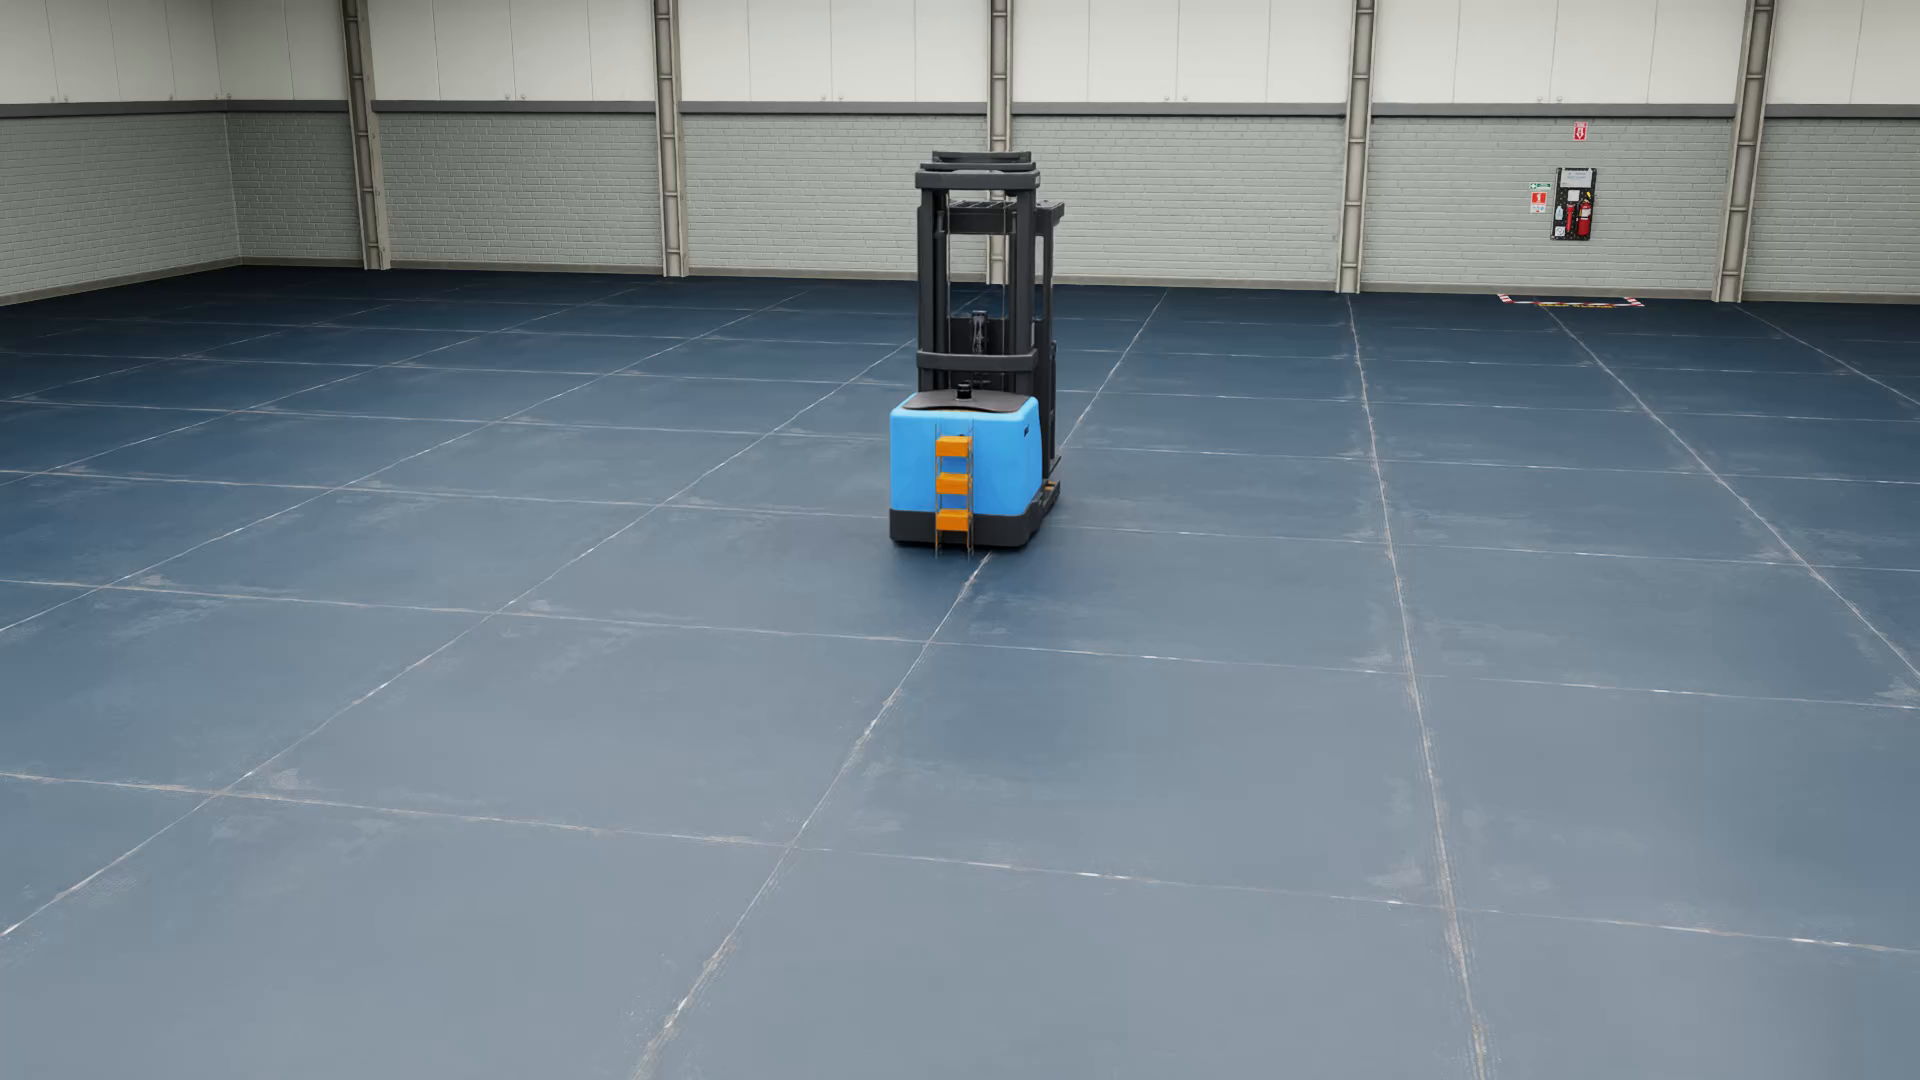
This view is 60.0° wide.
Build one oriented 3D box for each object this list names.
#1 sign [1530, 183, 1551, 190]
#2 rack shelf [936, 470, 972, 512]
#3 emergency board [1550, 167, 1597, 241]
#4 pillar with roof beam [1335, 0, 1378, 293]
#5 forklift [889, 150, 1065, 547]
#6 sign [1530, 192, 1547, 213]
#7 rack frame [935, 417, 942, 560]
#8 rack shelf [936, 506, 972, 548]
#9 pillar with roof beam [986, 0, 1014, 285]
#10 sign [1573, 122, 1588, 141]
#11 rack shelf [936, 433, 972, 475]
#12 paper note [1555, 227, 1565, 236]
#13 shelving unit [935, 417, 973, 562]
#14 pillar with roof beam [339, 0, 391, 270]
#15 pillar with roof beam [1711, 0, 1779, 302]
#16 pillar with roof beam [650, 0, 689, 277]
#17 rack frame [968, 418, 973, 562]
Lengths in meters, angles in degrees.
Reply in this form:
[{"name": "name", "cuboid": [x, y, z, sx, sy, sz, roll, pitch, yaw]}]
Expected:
[{"name": "sign", "cuboid": [9.512, -5.800, 27.252, 0.331, 0.109, 0.001, 3, 16, 11]}, {"name": "rack shelf", "cuboid": [-0.042, -0.365, 12.383, 0.240, 0.259, 0.215, 3, 16, 10]}, {"name": "emergency board", "cuboid": [10.030, -5.474, 27.133, 0.643, 1.169, 0.194, 3, 16, 11]}, {"name": "pillar with roof beam", "cuboid": [5.707, -7.416, 22.908, 0.400, 9.000, 9.100, 3, 16, 11]}, {"name": "forklift", "cuboid": [0.247, -1.712, 13.680, 1.130, 2.935, 3.031, 3, 16, 11]}, {"name": "sign", "cuboid": [9.509, -5.547, 27.332, 0.234, 0.329, 0.001, 3, 16, 11]}, {"name": "rack frame", "cuboid": [-0.162, -0.381, 12.402, 0.008, 1.050, 0.200, 3, 16, 10]}, {"name": "rack shelf", "cuboid": [-0.042, -0.097, 12.458, 0.240, 0.259, 0.215, 3, 16, 10]}, {"name": "pillar with roof beam", "cuboid": [-0.173, -7.735, 24.060, 0.400, 9.000, 9.100, 3, 16, 11]}, {"name": "sign", "cuboid": [10.042, -6.617, 26.919, 0.199, 0.298, 0.001, 3, 16, 11]}, {"name": "rack shelf", "cuboid": [-0.042, -0.639, 12.308, 0.240, 0.259, 0.215, 3, 16, 10]}, {"name": "paper note", "cuboid": [9.871, -5.077, 27.350, 0.142, 0.148, 0.016, 3, 16, 11]}, {"name": "shelving unit", "cuboid": [-0.042, -0.375, 12.381, 0.252, 1.050, 0.215, 3, 16, 10]}, {"name": "pillar with roof beam", "cuboid": [-11.932, -8.374, 26.365, 0.400, 9.000, 9.100, 3, 16, 11]}, {"name": "pillar with roof beam", "cuboid": [11.586, -7.097, 21.756, 0.400, 9.000, 9.100, 3, 16, 11]}, {"name": "pillar with roof beam", "cuboid": [-6.053, -8.055, 25.213, 0.400, 9.000, 9.100, 3, 16, 11]}, {"name": "rack frame", "cuboid": [0.078, -0.370, 12.359, 0.008, 1.050, 0.200, 3, 16, 10]}]
